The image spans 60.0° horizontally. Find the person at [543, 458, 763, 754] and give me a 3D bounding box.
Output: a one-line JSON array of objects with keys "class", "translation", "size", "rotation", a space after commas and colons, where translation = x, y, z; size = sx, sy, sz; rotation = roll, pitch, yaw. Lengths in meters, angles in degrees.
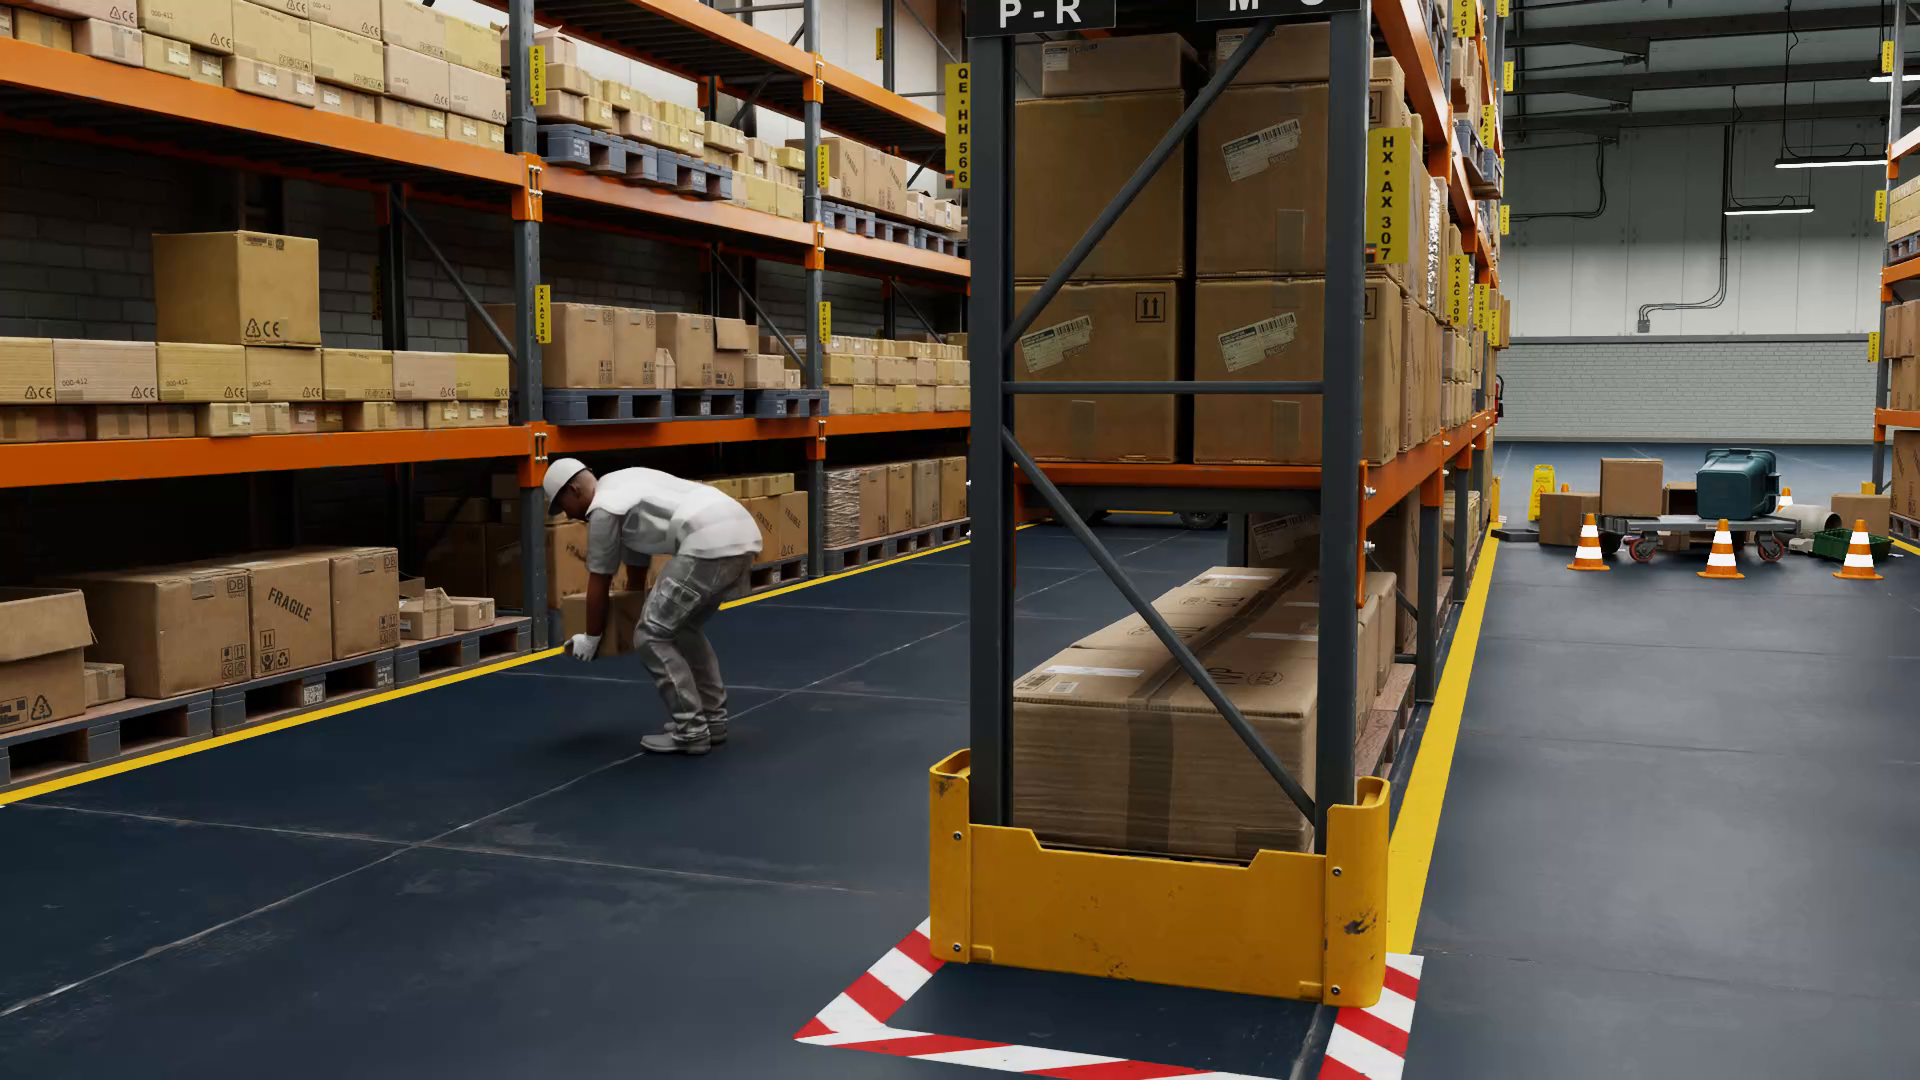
[{"class": "person", "translation": [-1.319, 0.263, 7.053], "size": [0.958, 1.215, 0.510], "rotation": [1, 5, 16]}]
